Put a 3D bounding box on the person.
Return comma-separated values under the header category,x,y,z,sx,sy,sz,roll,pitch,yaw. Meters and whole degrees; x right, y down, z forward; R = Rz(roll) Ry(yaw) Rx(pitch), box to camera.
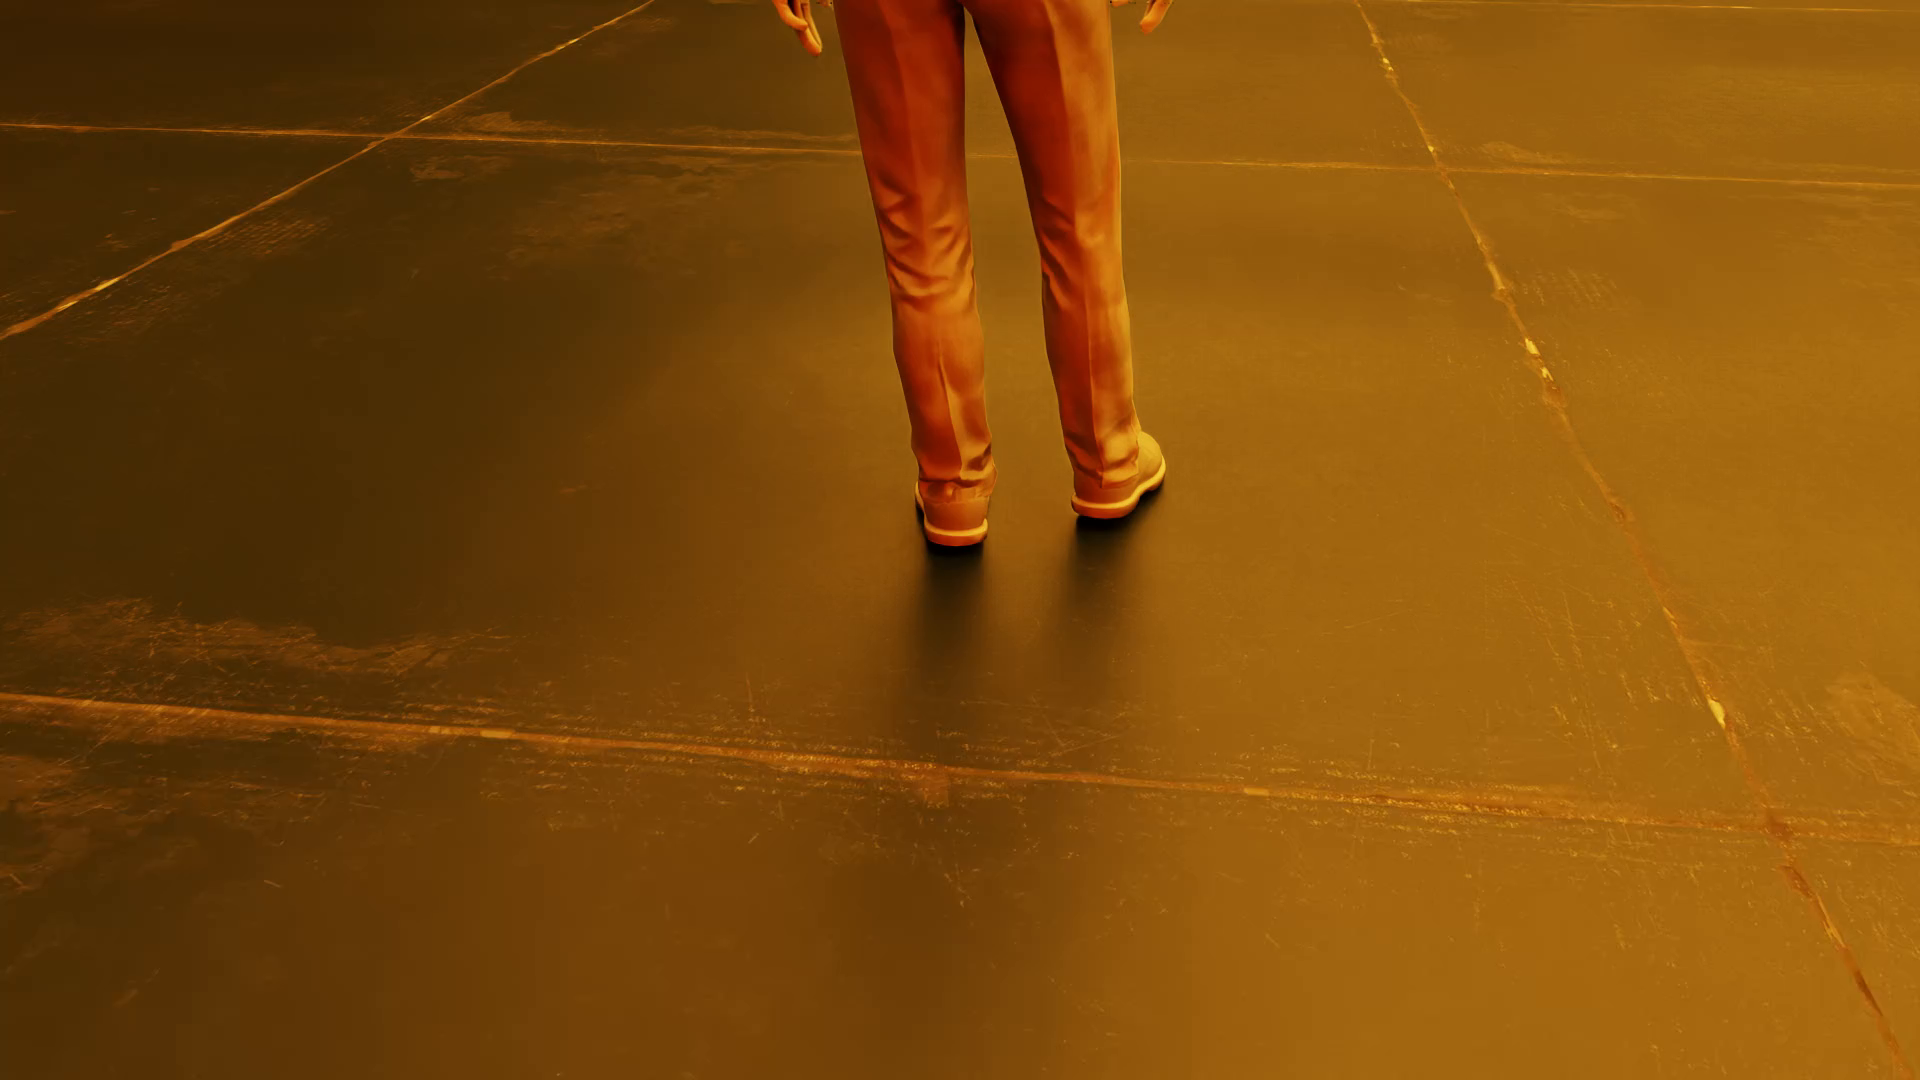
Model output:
category,x,y,z,sx,sy,sz,roll,pitch,yaw
person,0.016,-0.795,2.178,0.588,1.695,0.531,3,27,7
